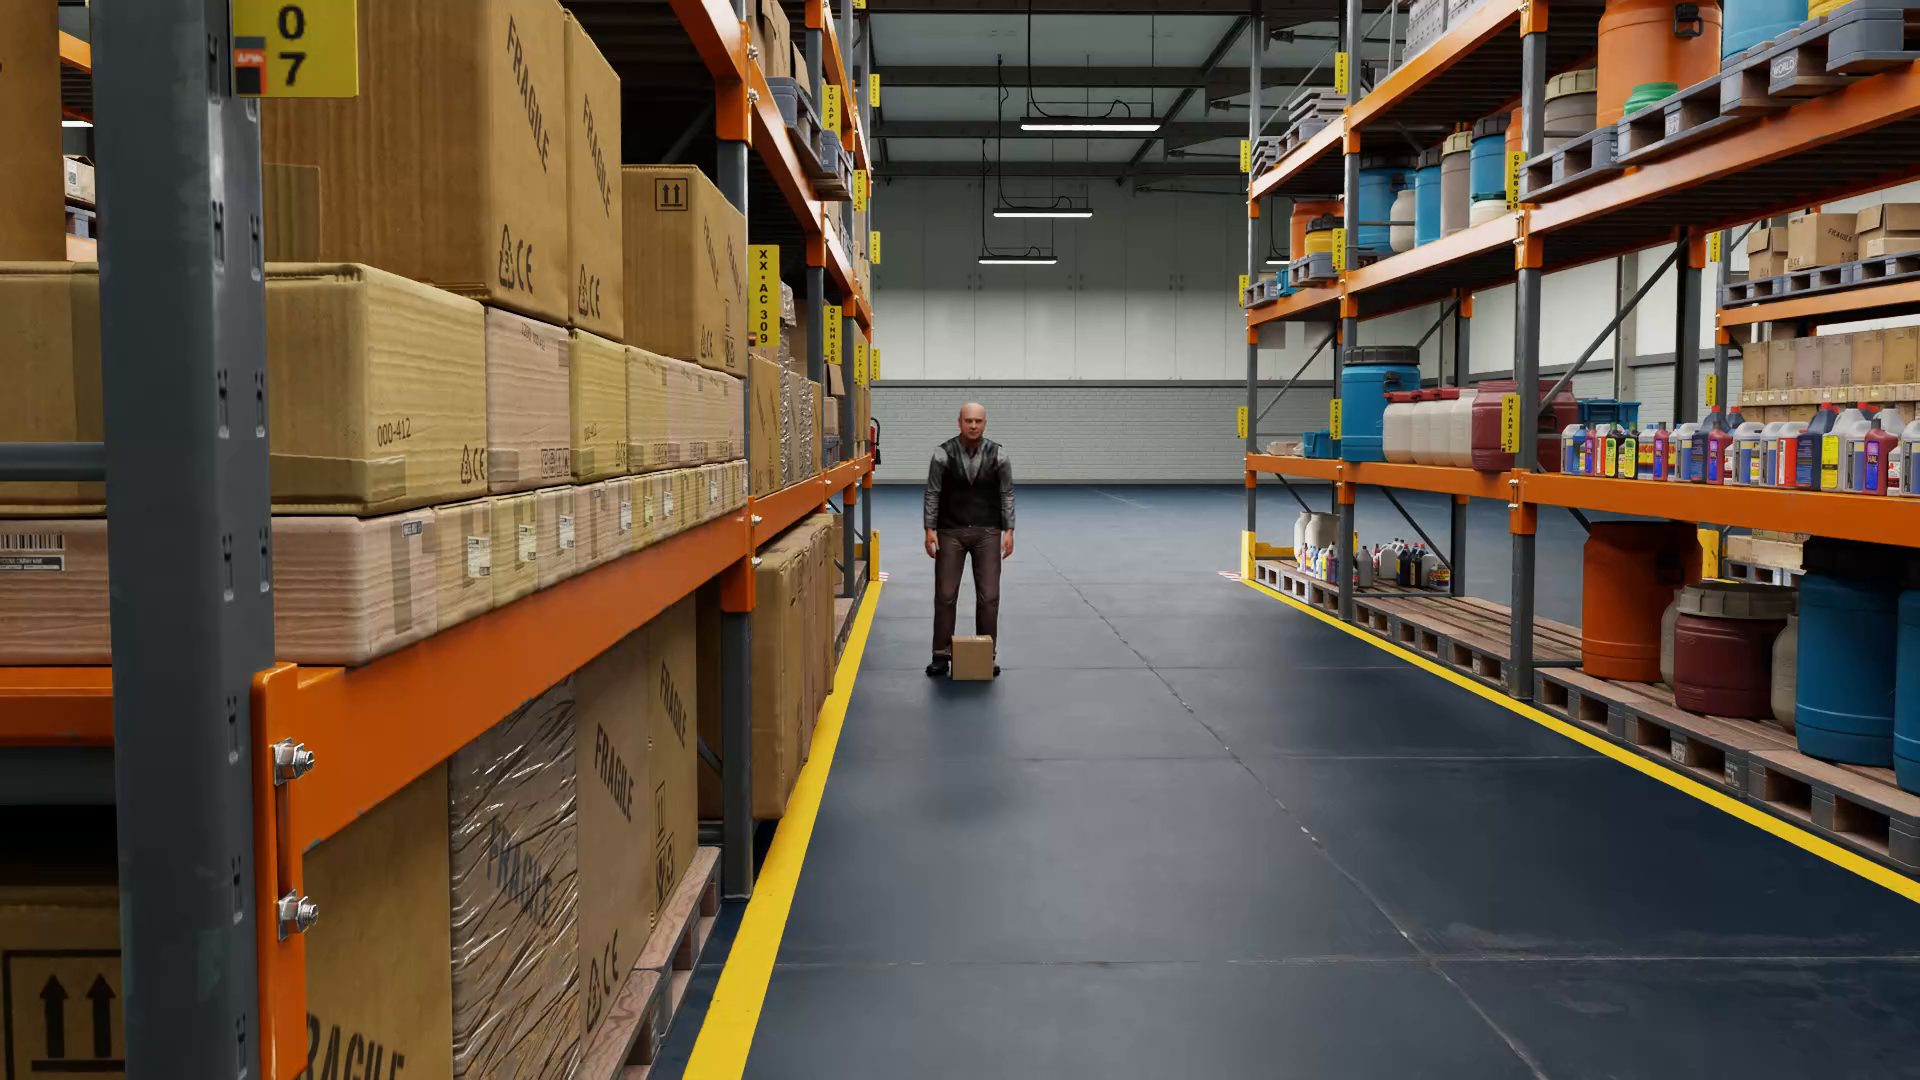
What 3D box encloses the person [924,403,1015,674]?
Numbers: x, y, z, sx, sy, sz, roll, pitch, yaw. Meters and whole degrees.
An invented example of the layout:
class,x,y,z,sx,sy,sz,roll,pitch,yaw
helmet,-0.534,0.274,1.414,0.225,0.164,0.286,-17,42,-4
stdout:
class,x,y,z,sx,sy,sz,roll,pitch,yaw
person,0.060,-0.015,10.637,0.586,1.721,0.412,0,4,-2
